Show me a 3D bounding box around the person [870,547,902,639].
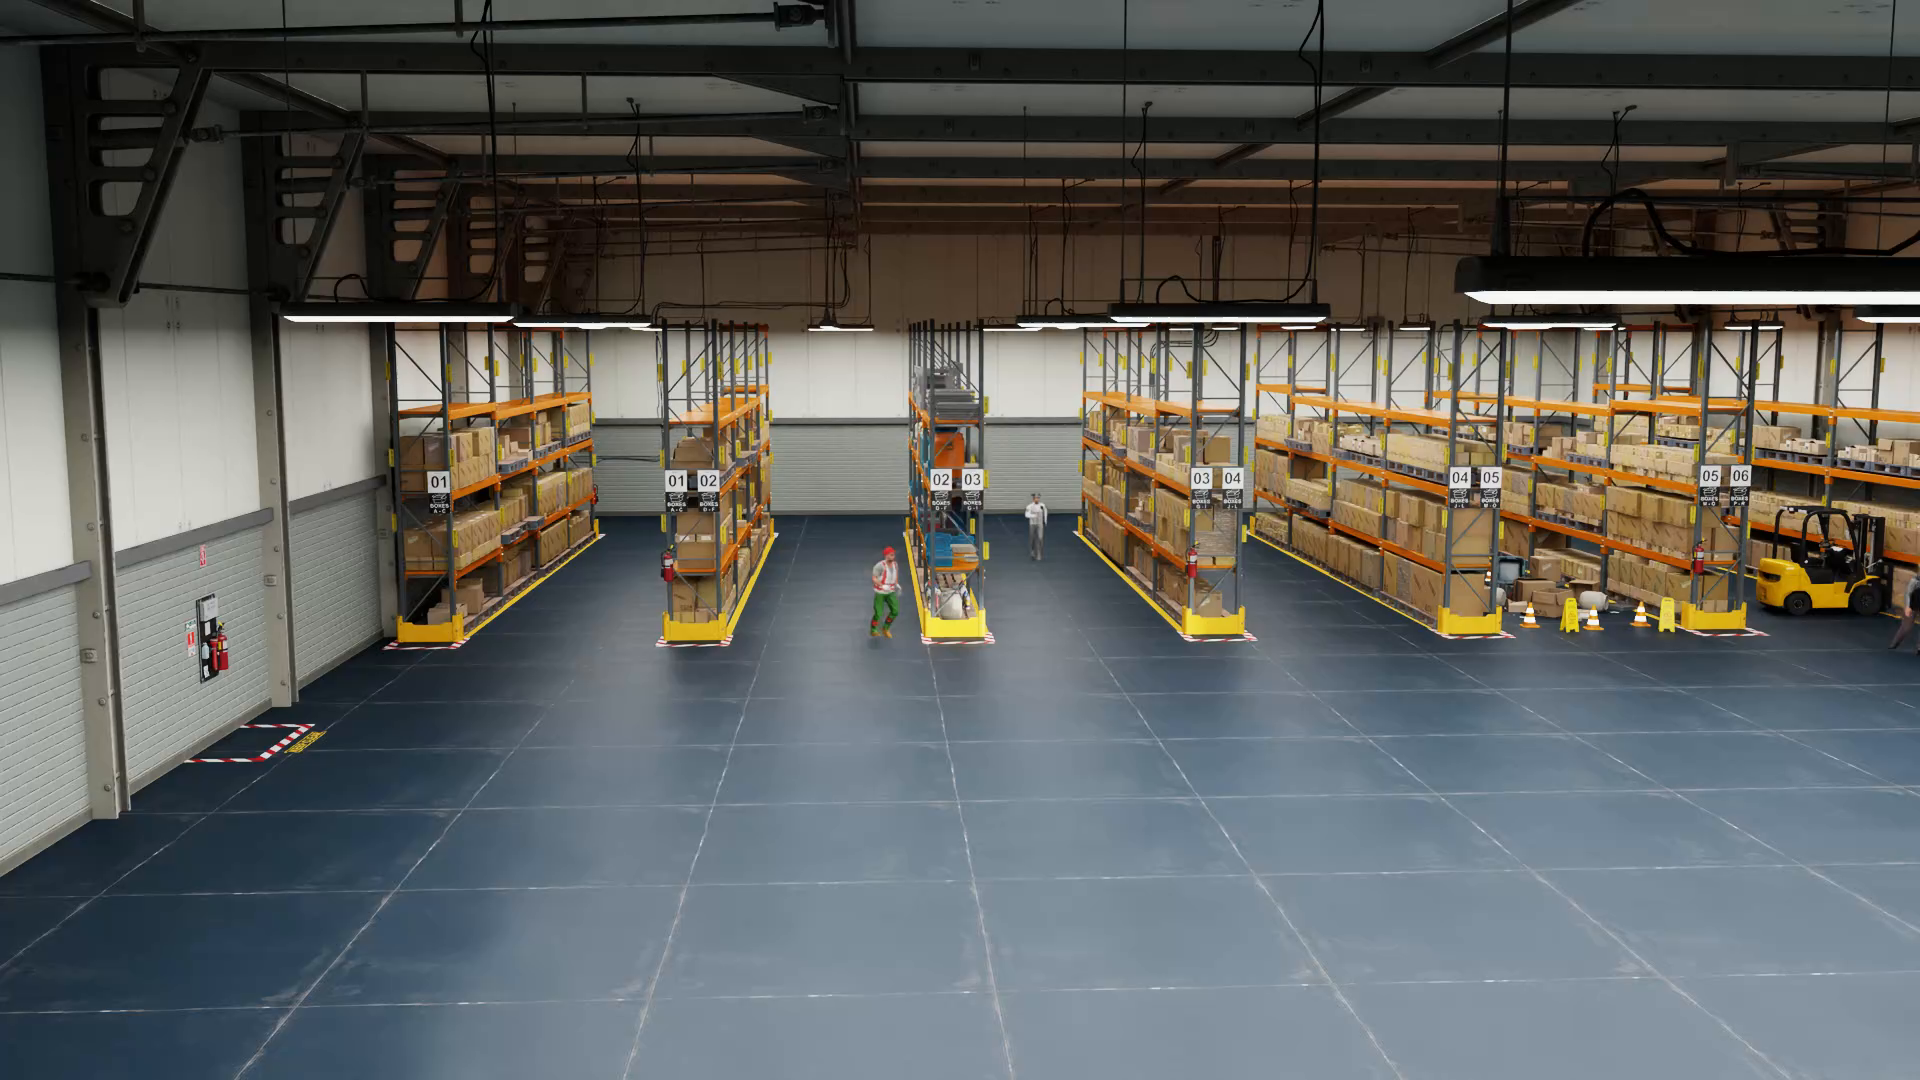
[{"bbox_3d":[-1.376,0.992,31.205,0.730,1.743,0.713,-5,9,-34],"label":"person"}]

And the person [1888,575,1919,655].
[{"bbox_3d":[17.196,1.227,29.887,0.703,1.655,0.823,-1,7,-6],"label":"person"}]

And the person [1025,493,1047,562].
[{"bbox_3d":[1.942,-0.351,42.384,0.586,1.734,0.846,0,7,-4],"label":"person"}]
